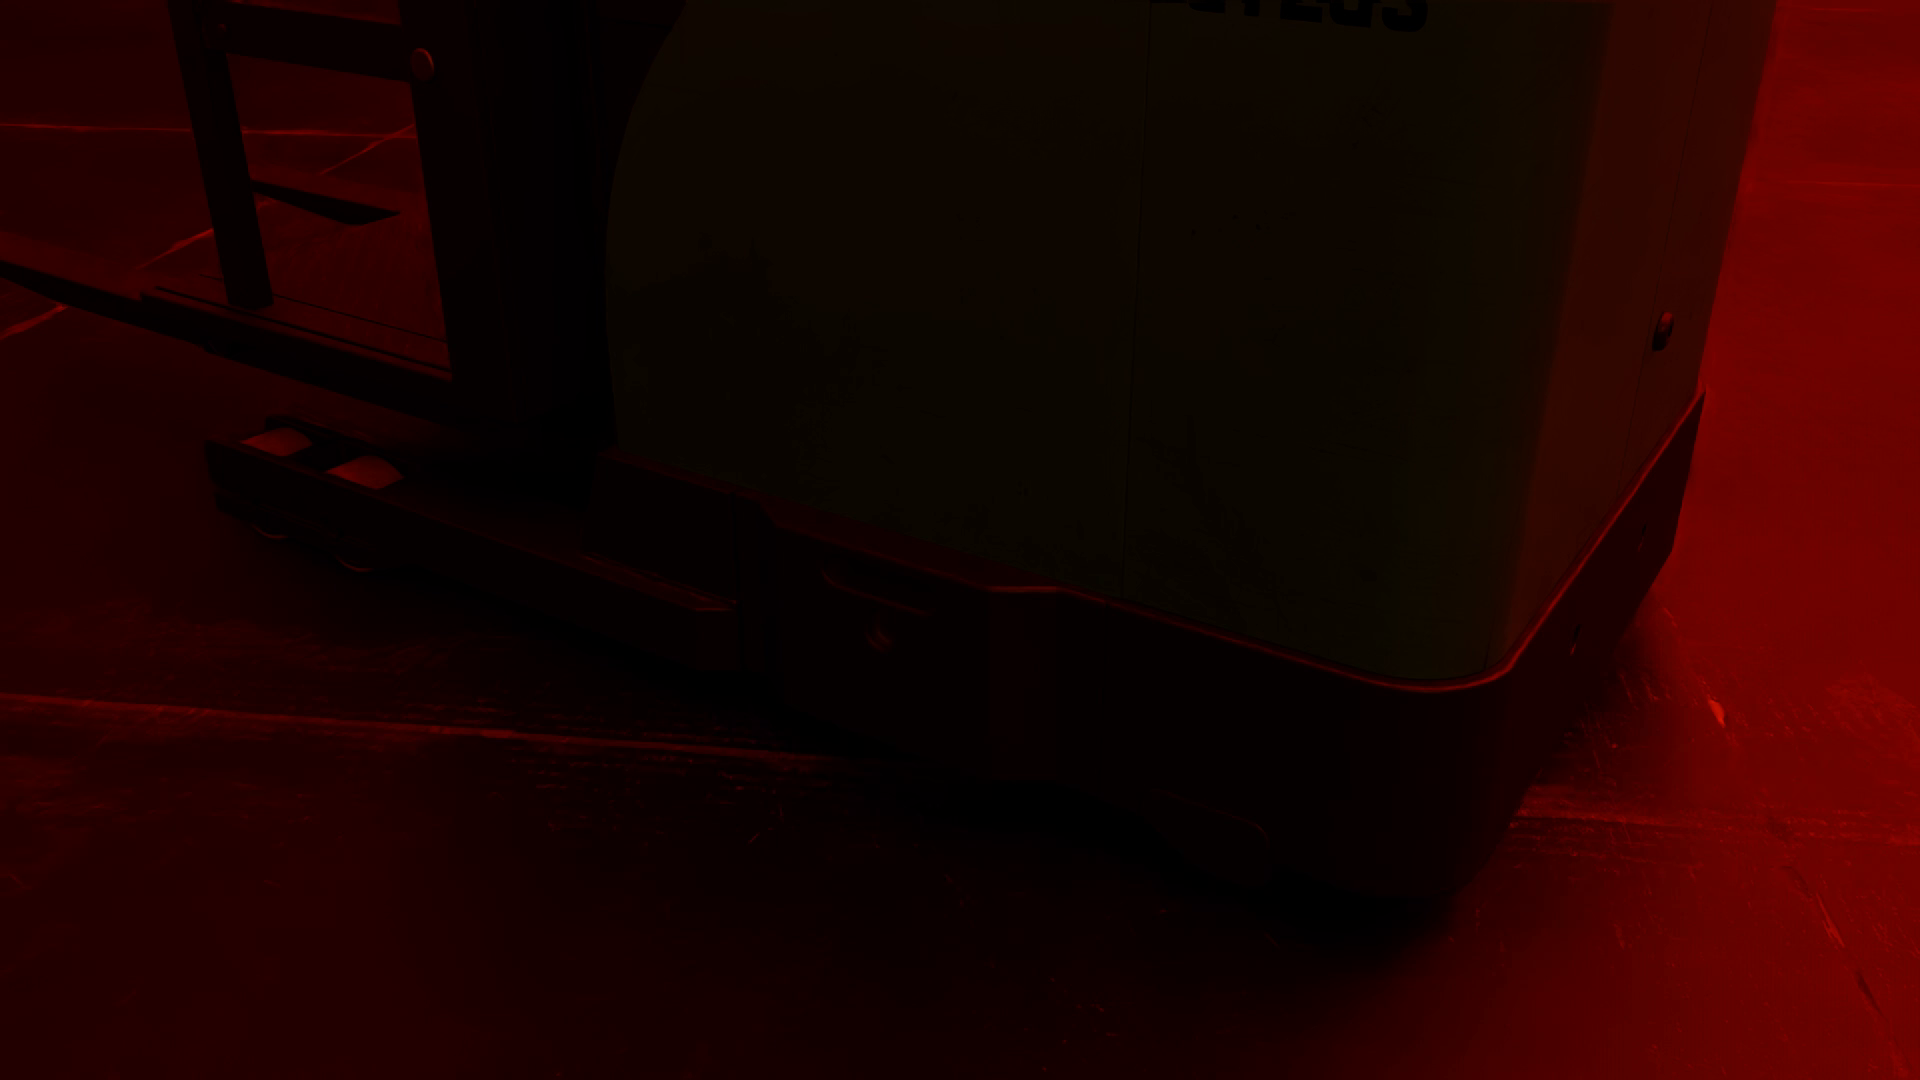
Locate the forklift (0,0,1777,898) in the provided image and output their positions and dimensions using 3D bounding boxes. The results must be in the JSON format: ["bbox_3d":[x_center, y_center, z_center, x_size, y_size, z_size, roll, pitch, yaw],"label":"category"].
[{"bbox_3d":[-0.514,-1.443,2.110,3.031,2.935,1.130,16,31,29],"label":"forklift"}]
